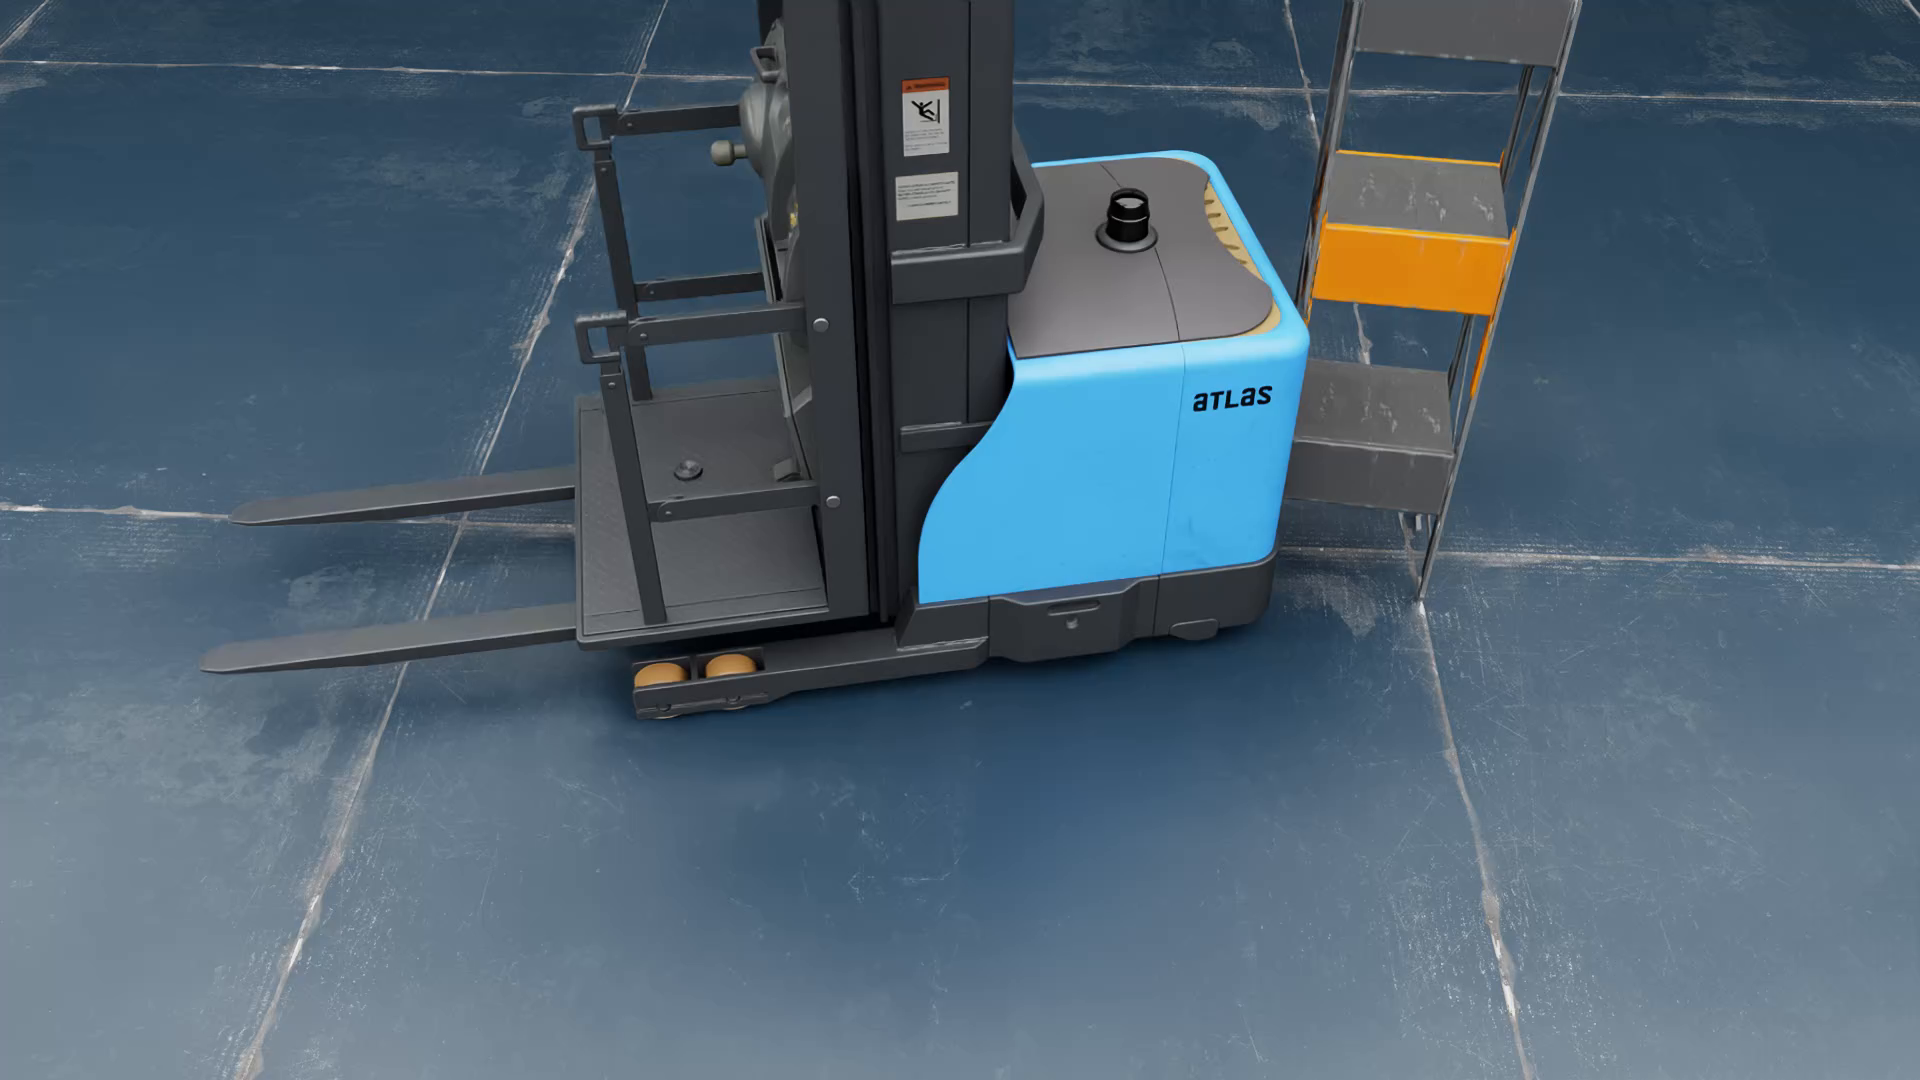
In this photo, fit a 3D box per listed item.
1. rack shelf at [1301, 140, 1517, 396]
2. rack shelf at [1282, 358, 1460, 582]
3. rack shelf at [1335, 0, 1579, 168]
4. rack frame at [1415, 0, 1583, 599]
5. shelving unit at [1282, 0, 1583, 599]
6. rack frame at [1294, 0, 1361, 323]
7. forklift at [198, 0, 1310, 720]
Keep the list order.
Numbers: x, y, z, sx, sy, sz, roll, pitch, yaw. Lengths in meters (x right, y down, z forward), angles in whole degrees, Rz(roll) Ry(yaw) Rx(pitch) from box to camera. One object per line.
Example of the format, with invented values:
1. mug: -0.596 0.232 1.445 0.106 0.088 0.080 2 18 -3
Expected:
1. rack shelf: 1.197 -0.746 4.528 0.480 0.518 0.431 7 43 7
2. rack shelf: 1.196 -0.230 5.001 0.480 0.518 0.431 7 43 7
3. rack shelf: 1.198 -1.262 4.055 0.480 0.518 0.431 7 43 7
4. rack frame: 1.437 -0.728 4.488 0.015 2.100 0.400 7 43 7
5. shelving unit: 1.197 -0.756 4.518 0.503 2.100 0.431 7 43 7
6. rack frame: 0.956 -0.784 4.549 0.015 2.100 0.400 7 43 7
7. forklift: -0.648 -0.957 4.127 3.031 2.935 1.130 -7 43 -7
